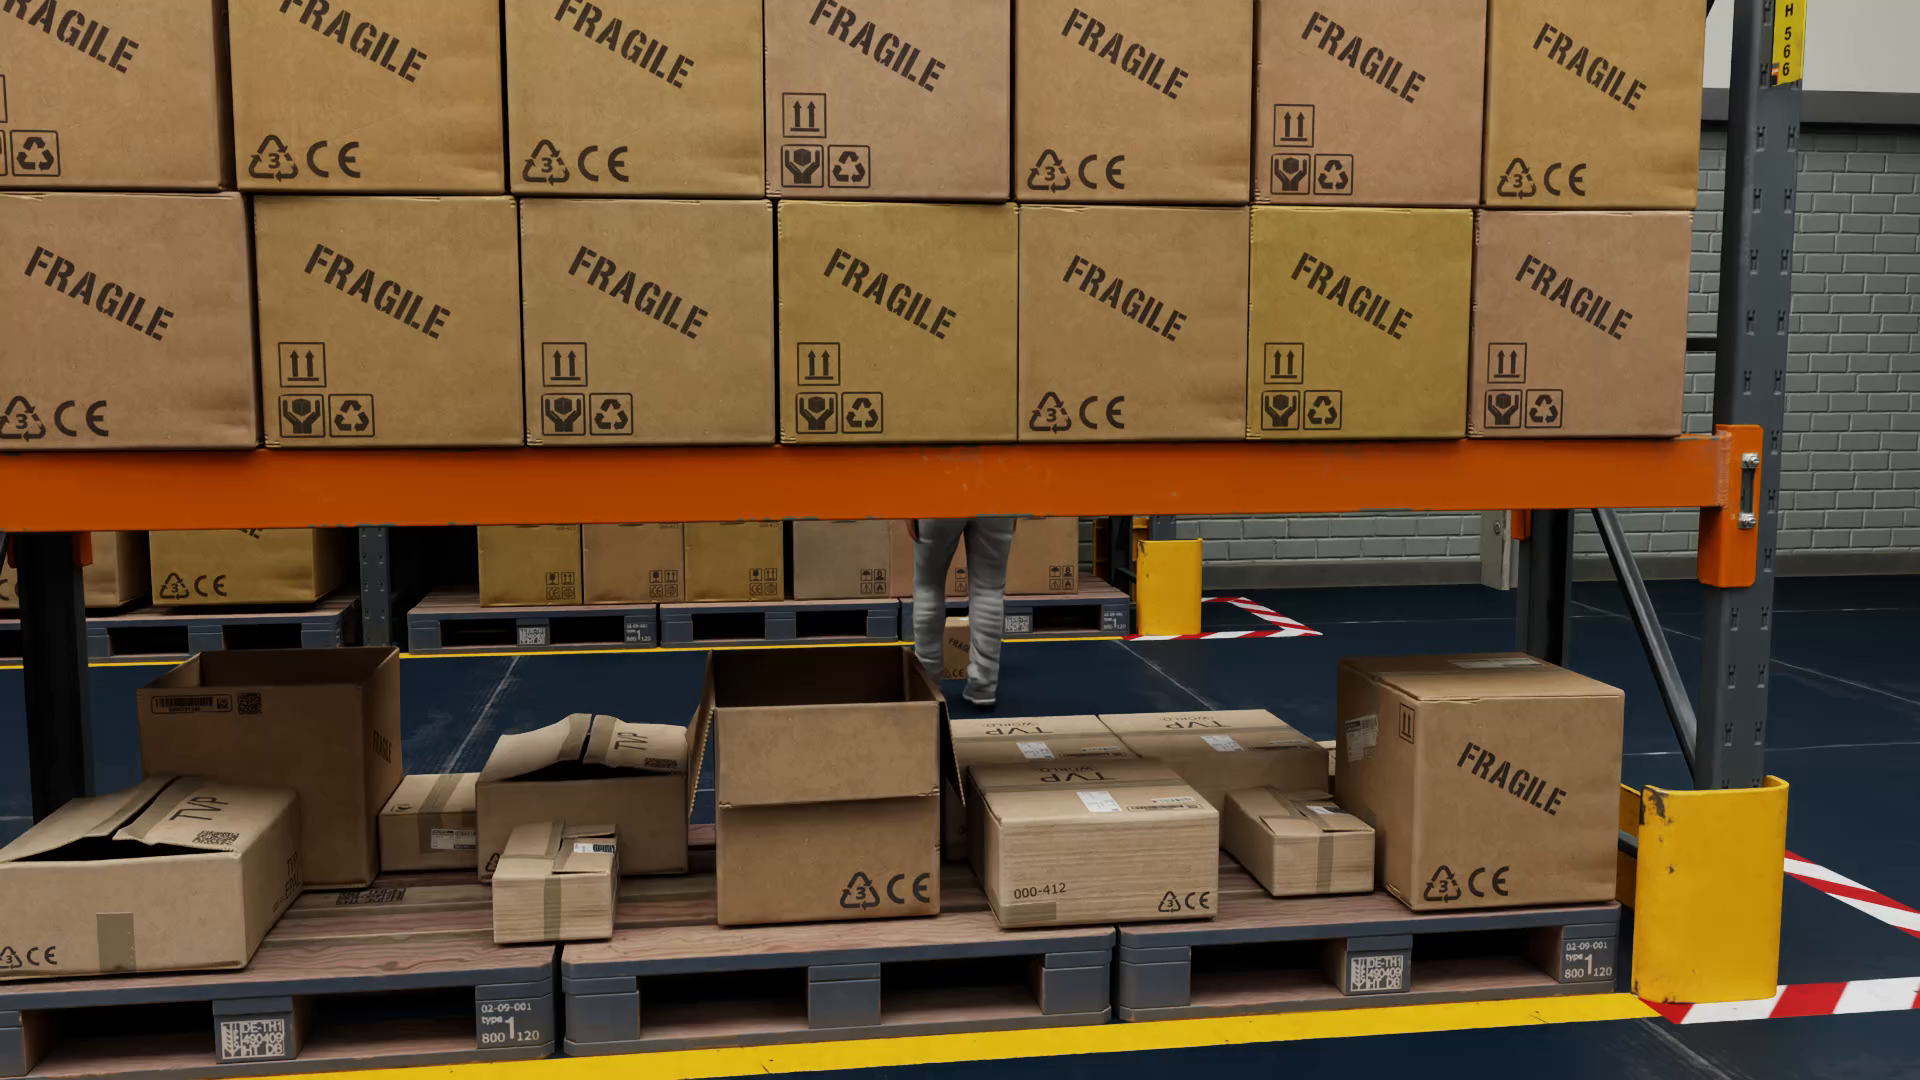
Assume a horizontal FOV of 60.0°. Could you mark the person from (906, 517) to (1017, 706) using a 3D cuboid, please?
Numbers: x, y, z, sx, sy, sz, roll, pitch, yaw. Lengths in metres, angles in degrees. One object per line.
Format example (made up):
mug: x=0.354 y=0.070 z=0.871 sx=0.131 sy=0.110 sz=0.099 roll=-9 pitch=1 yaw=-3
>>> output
person: x=0.007 y=-0.127 z=7.037 sx=0.494 sy=1.706 sz=0.492 roll=-1 pitch=7 yaw=-8
